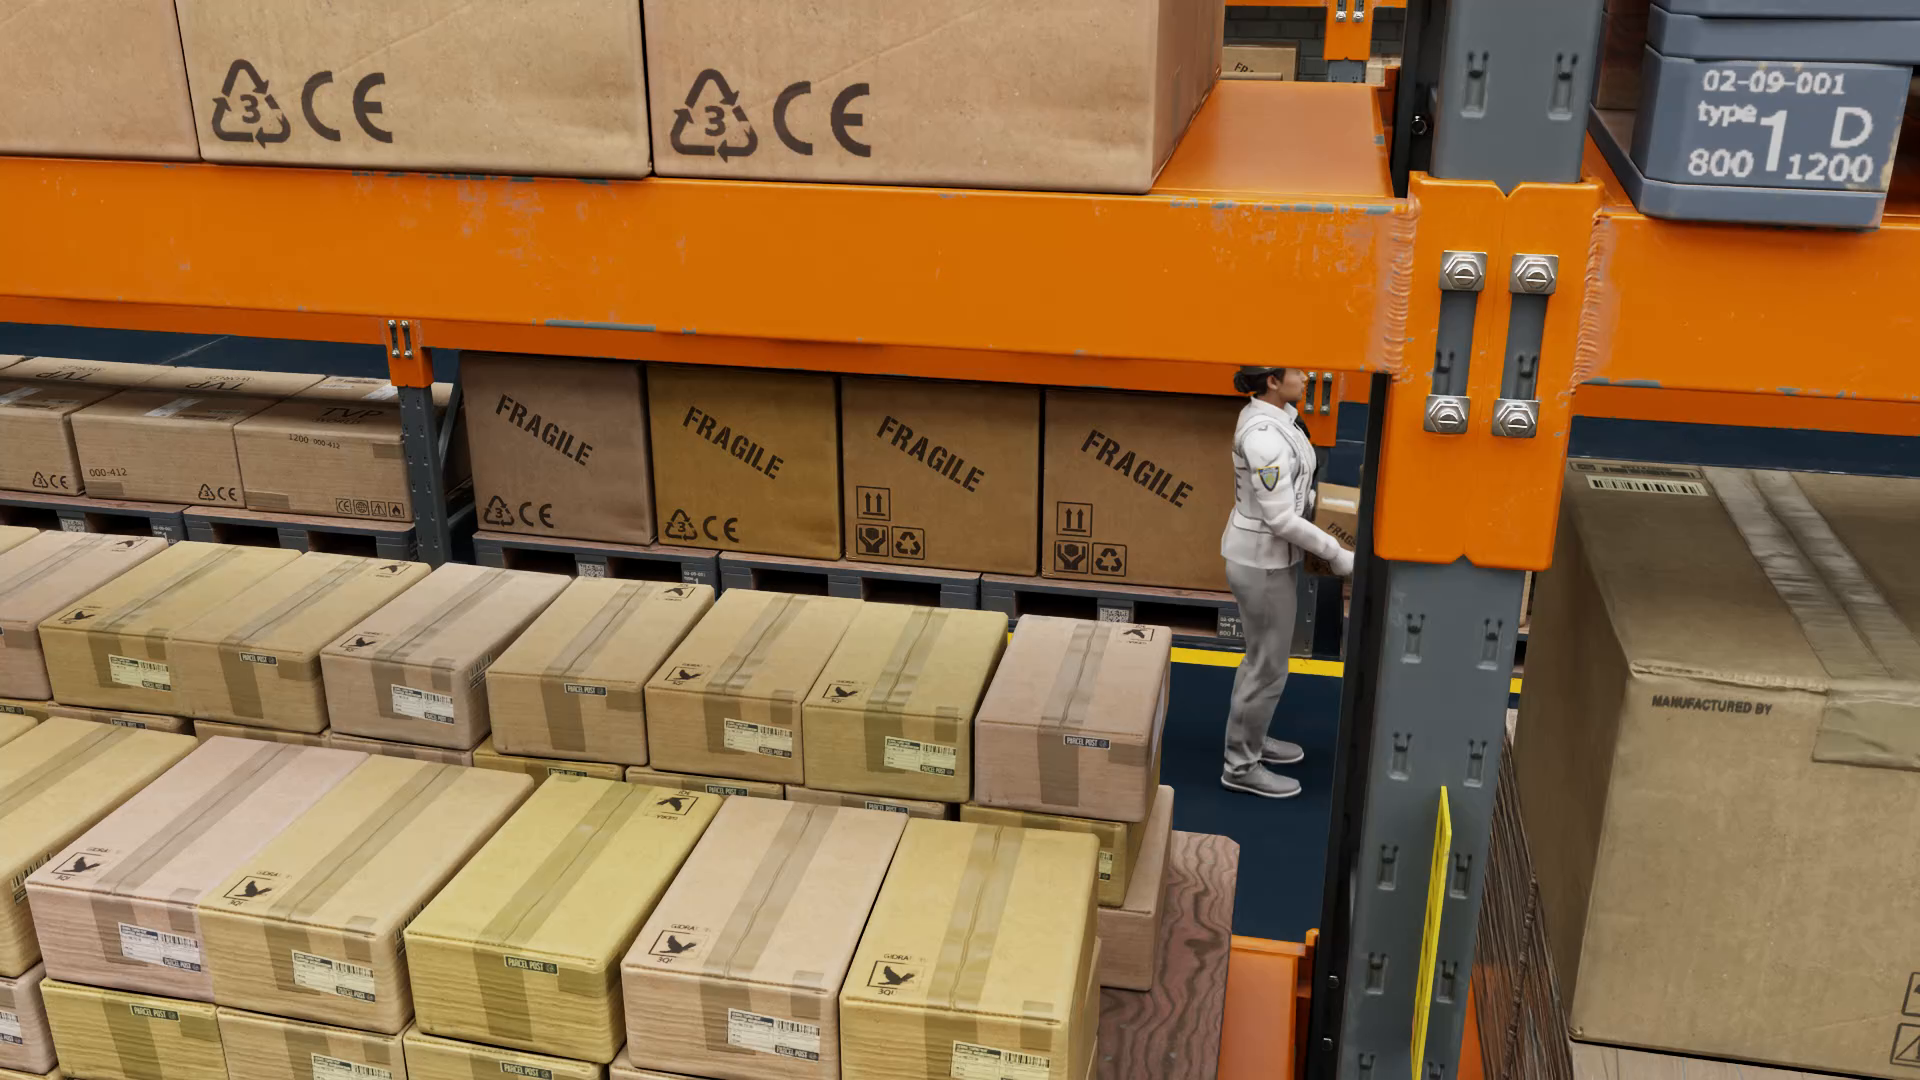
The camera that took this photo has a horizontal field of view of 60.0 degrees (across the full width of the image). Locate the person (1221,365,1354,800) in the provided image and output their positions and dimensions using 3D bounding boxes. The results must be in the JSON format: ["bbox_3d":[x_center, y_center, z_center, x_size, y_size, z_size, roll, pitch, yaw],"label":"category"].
[{"bbox_3d":[1.160,0.077,5.849,0.517,1.692,0.482,4,22,11],"label":"person"}]
